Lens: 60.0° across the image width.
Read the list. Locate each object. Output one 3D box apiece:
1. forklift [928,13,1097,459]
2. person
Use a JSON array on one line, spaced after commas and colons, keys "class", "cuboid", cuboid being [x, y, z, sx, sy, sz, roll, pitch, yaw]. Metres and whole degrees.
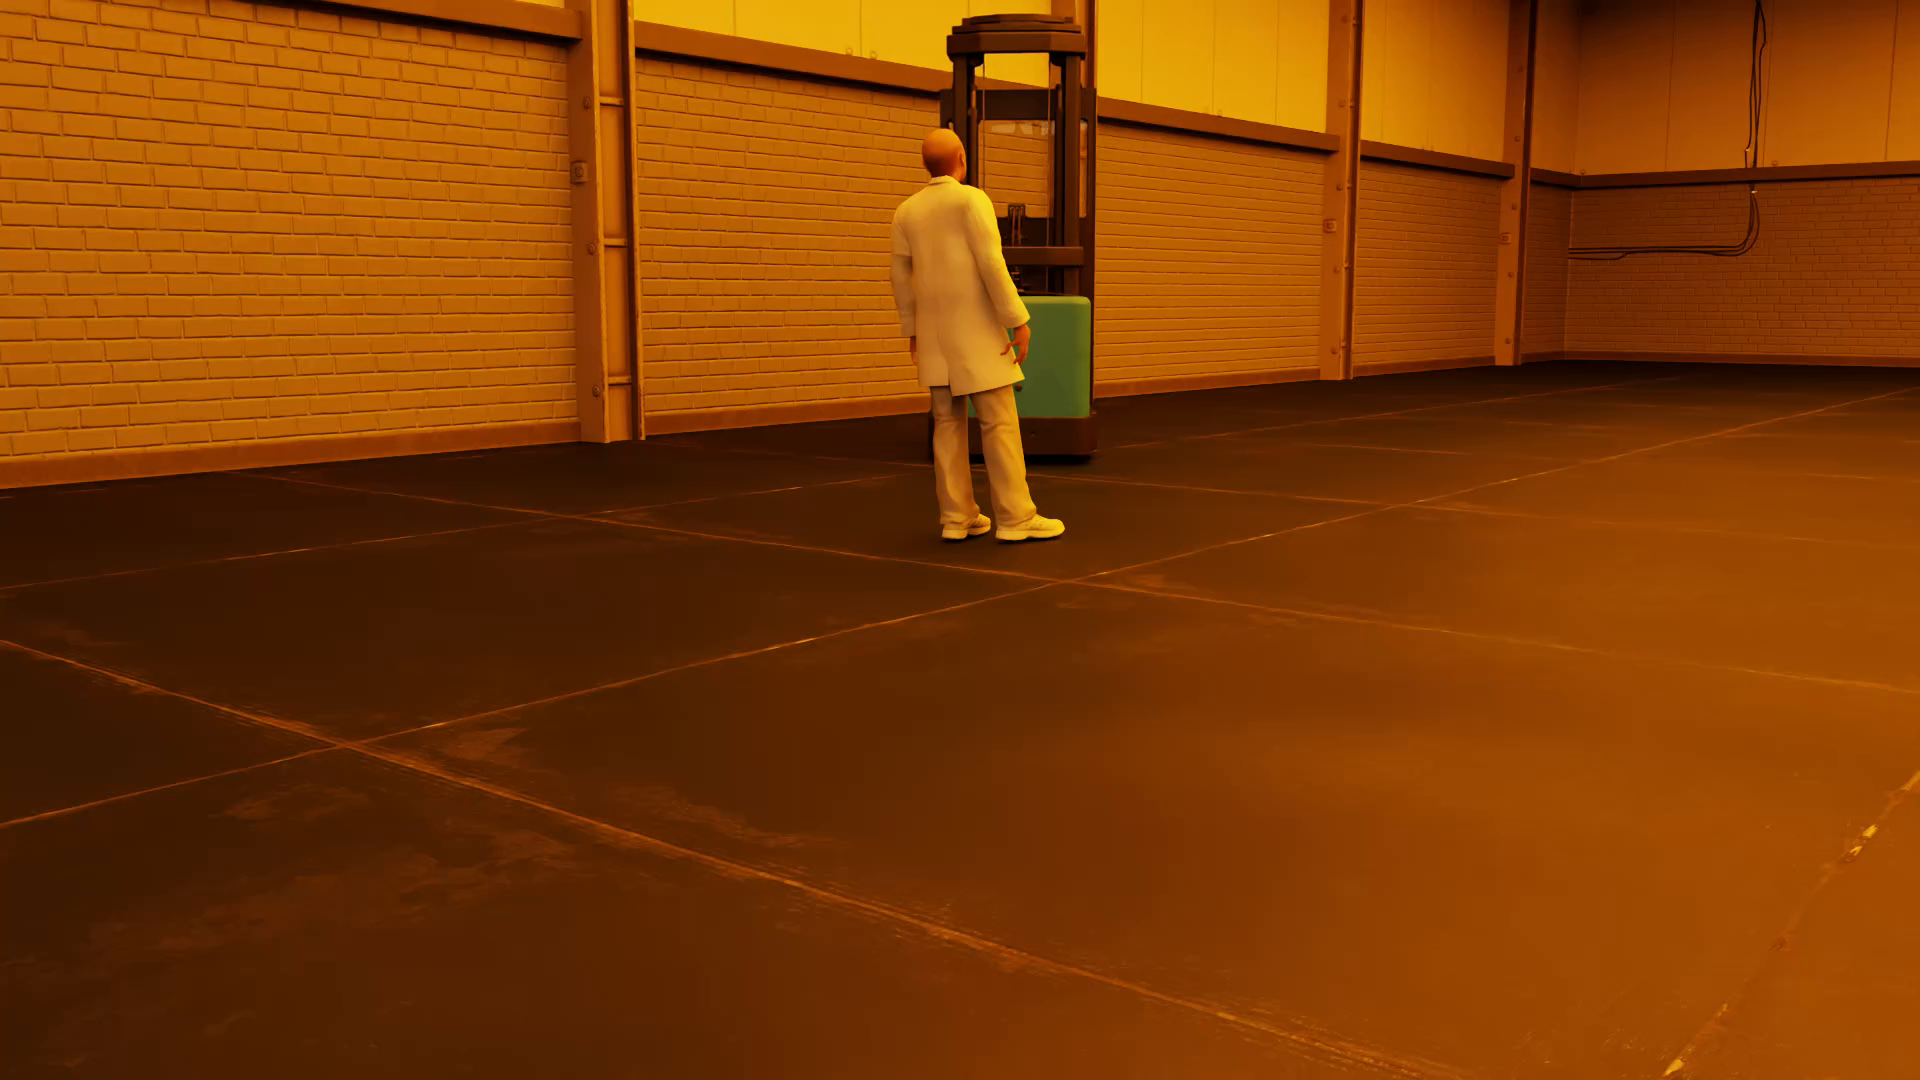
[{"class": "forklift", "cuboid": [0.422, -2.141, 11.911, 1.130, 2.935, 3.031, 1, 8, 4]}, {"class": "person", "cuboid": [0.060, -0.897, 7.342, 0.696, 1.776, 0.581, 7, 11, 38]}]
